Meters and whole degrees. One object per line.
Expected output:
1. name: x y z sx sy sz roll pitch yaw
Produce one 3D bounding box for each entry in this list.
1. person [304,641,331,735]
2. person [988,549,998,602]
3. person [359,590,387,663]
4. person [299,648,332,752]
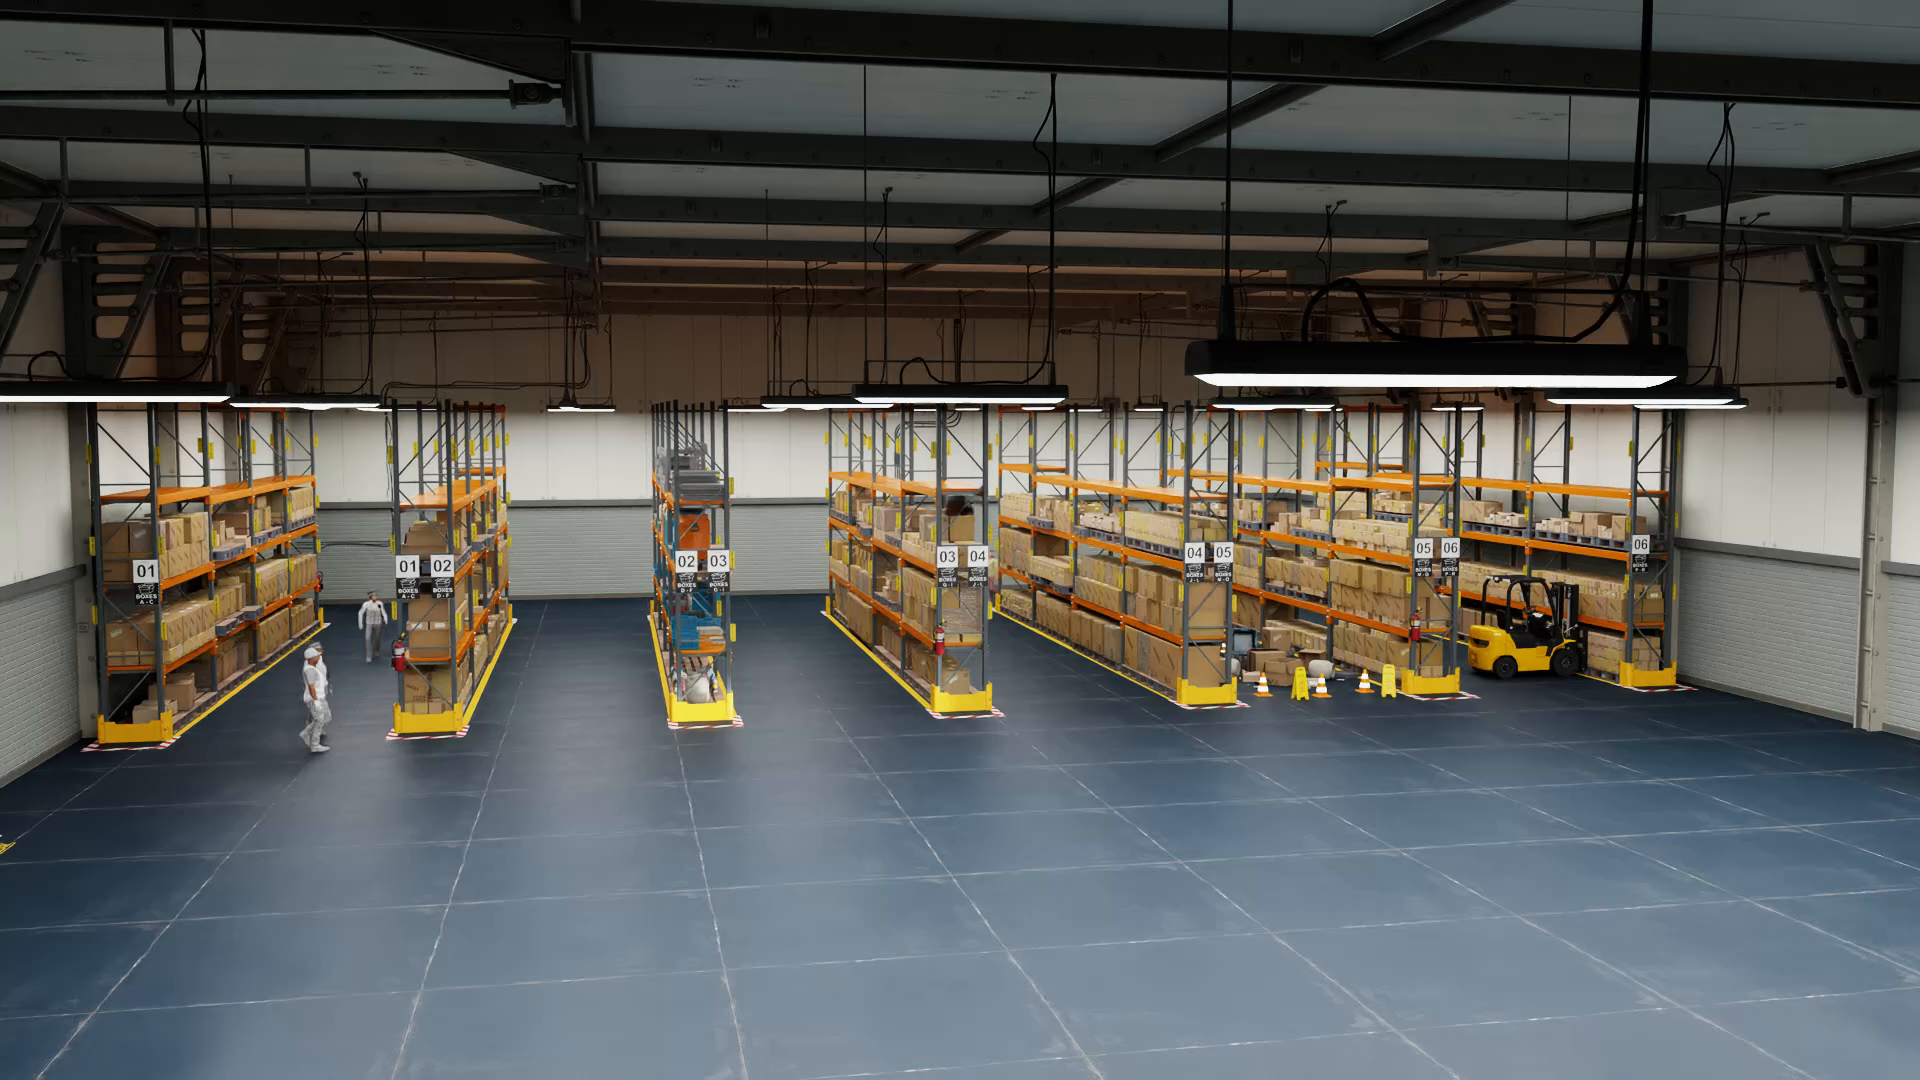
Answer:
1. person: -11.440 2.639 29.614 0.447 1.679 0.517 3 5 37
2. person: 0.905 1.104 50.171 0.466 1.649 0.619 4 6 39
3. person: -13.705 1.984 38.851 0.652 1.669 0.958 -1 4 -12
4. person: -10.943 2.701 28.117 0.518 1.772 0.574 -1 4 -11
